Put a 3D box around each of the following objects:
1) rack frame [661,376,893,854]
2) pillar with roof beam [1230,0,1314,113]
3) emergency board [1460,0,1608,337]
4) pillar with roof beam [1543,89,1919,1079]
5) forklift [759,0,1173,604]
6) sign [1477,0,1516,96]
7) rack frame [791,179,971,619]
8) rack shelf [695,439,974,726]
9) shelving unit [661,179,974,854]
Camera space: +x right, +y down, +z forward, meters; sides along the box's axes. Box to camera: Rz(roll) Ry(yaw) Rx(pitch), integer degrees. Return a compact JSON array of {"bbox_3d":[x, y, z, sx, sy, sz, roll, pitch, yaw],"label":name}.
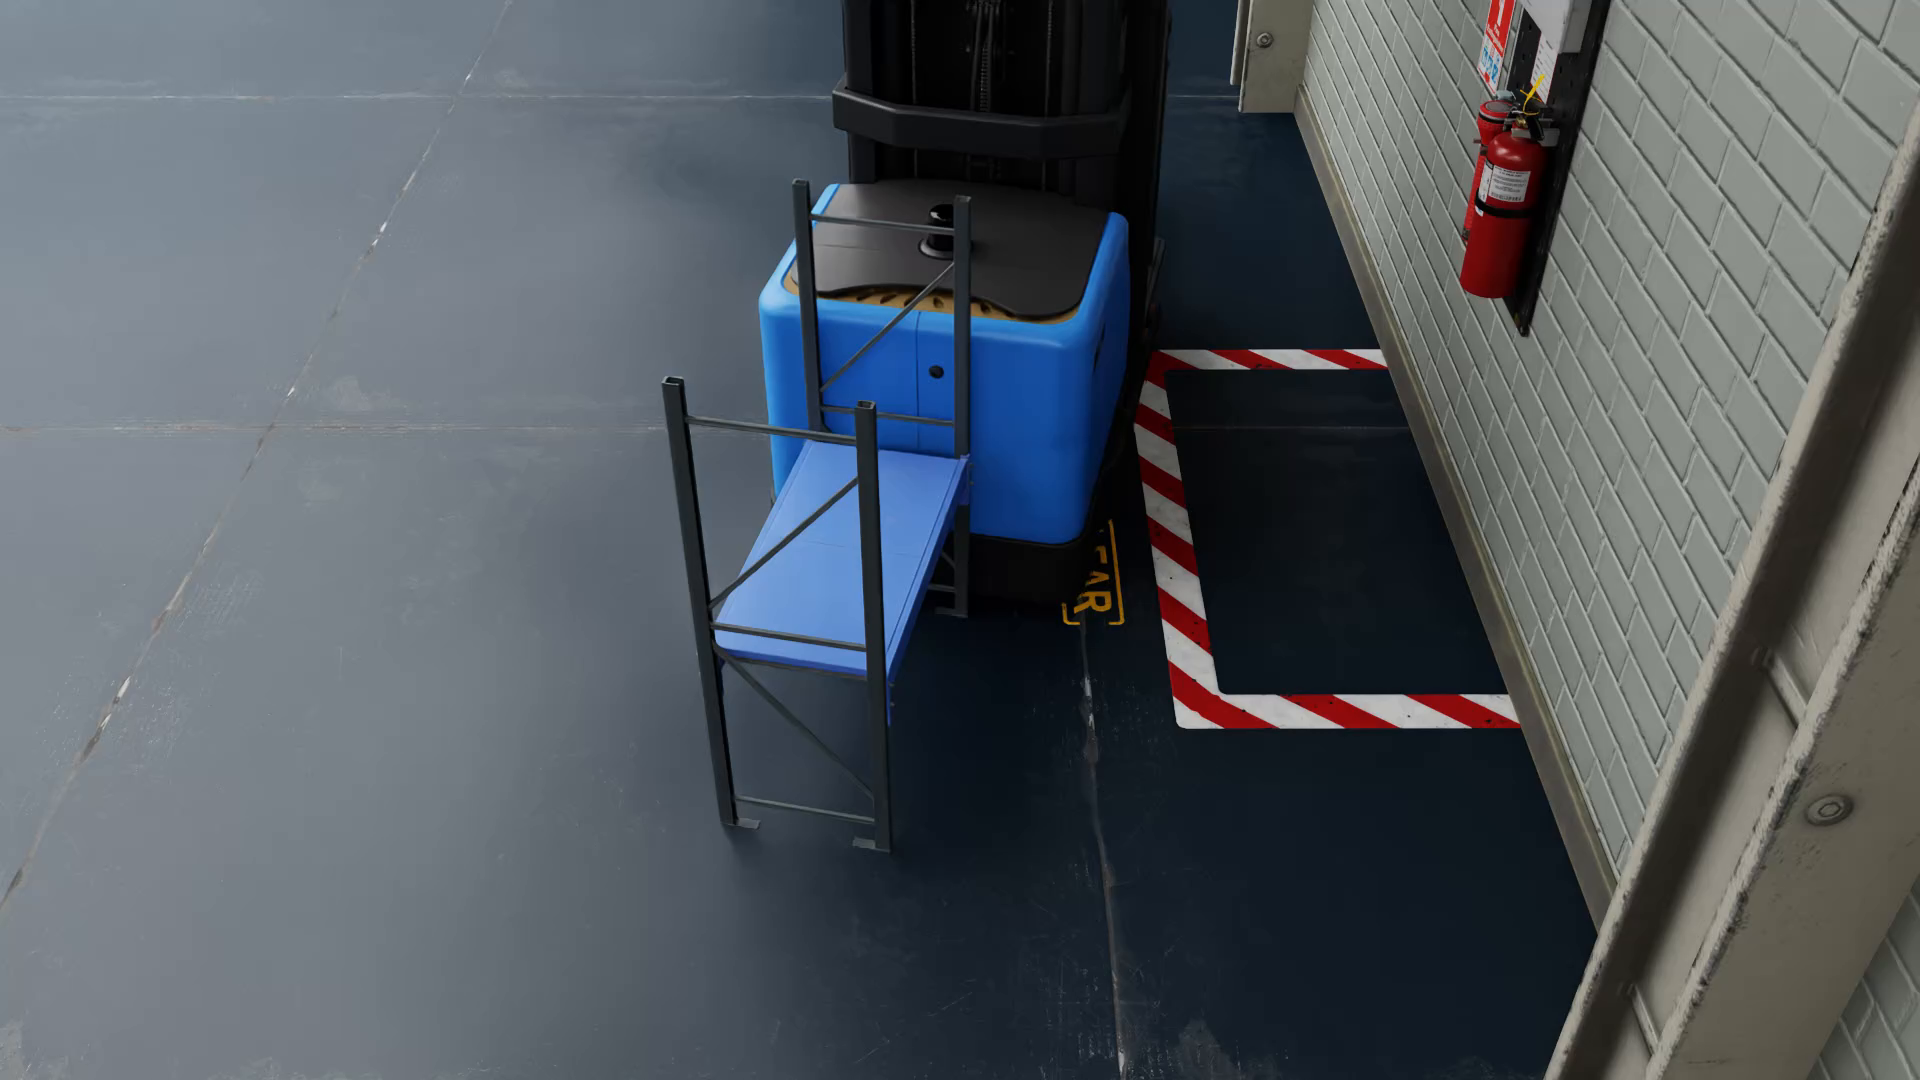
[{"bbox_3d":[-0.436,0.250,4.239,0.500,1.500,0.032,8,39,10],"label":"rack frame"},{"bbox_3d":[-2.726,-5.809,5.803,9.100,9.000,0.400,0,39,0],"label":"pillar with roof beam"},{"bbox_3d":[1.621,-1.264,4.929,0.194,1.169,0.643,0,39,0],"label":"emergency board"},{"bbox_3d":[-2.719,-2.057,1.121,9.100,9.000,0.400,0,39,0],"label":"pillar with roof beam"},{"bbox_3d":[0.199,-1.861,5.729,1.130,2.935,3.031,8,39,10],"label":"forklift"},{"bbox_3d":[1.724,-1.624,5.349,0.001,0.329,0.234,0,39,0],"label":"sign"},{"bbox_3d":[-0.217,-0.371,5.013,0.500,1.500,0.032,8,39,10],"label":"rack frame"},{"bbox_3d":[-0.326,0.080,4.738,0.538,0.185,1.000,8,39,10],"label":"rack shelf"},{"bbox_3d":[-0.326,-0.060,4.626,0.538,1.500,1.048,8,39,10],"label":"shelving unit"}]
